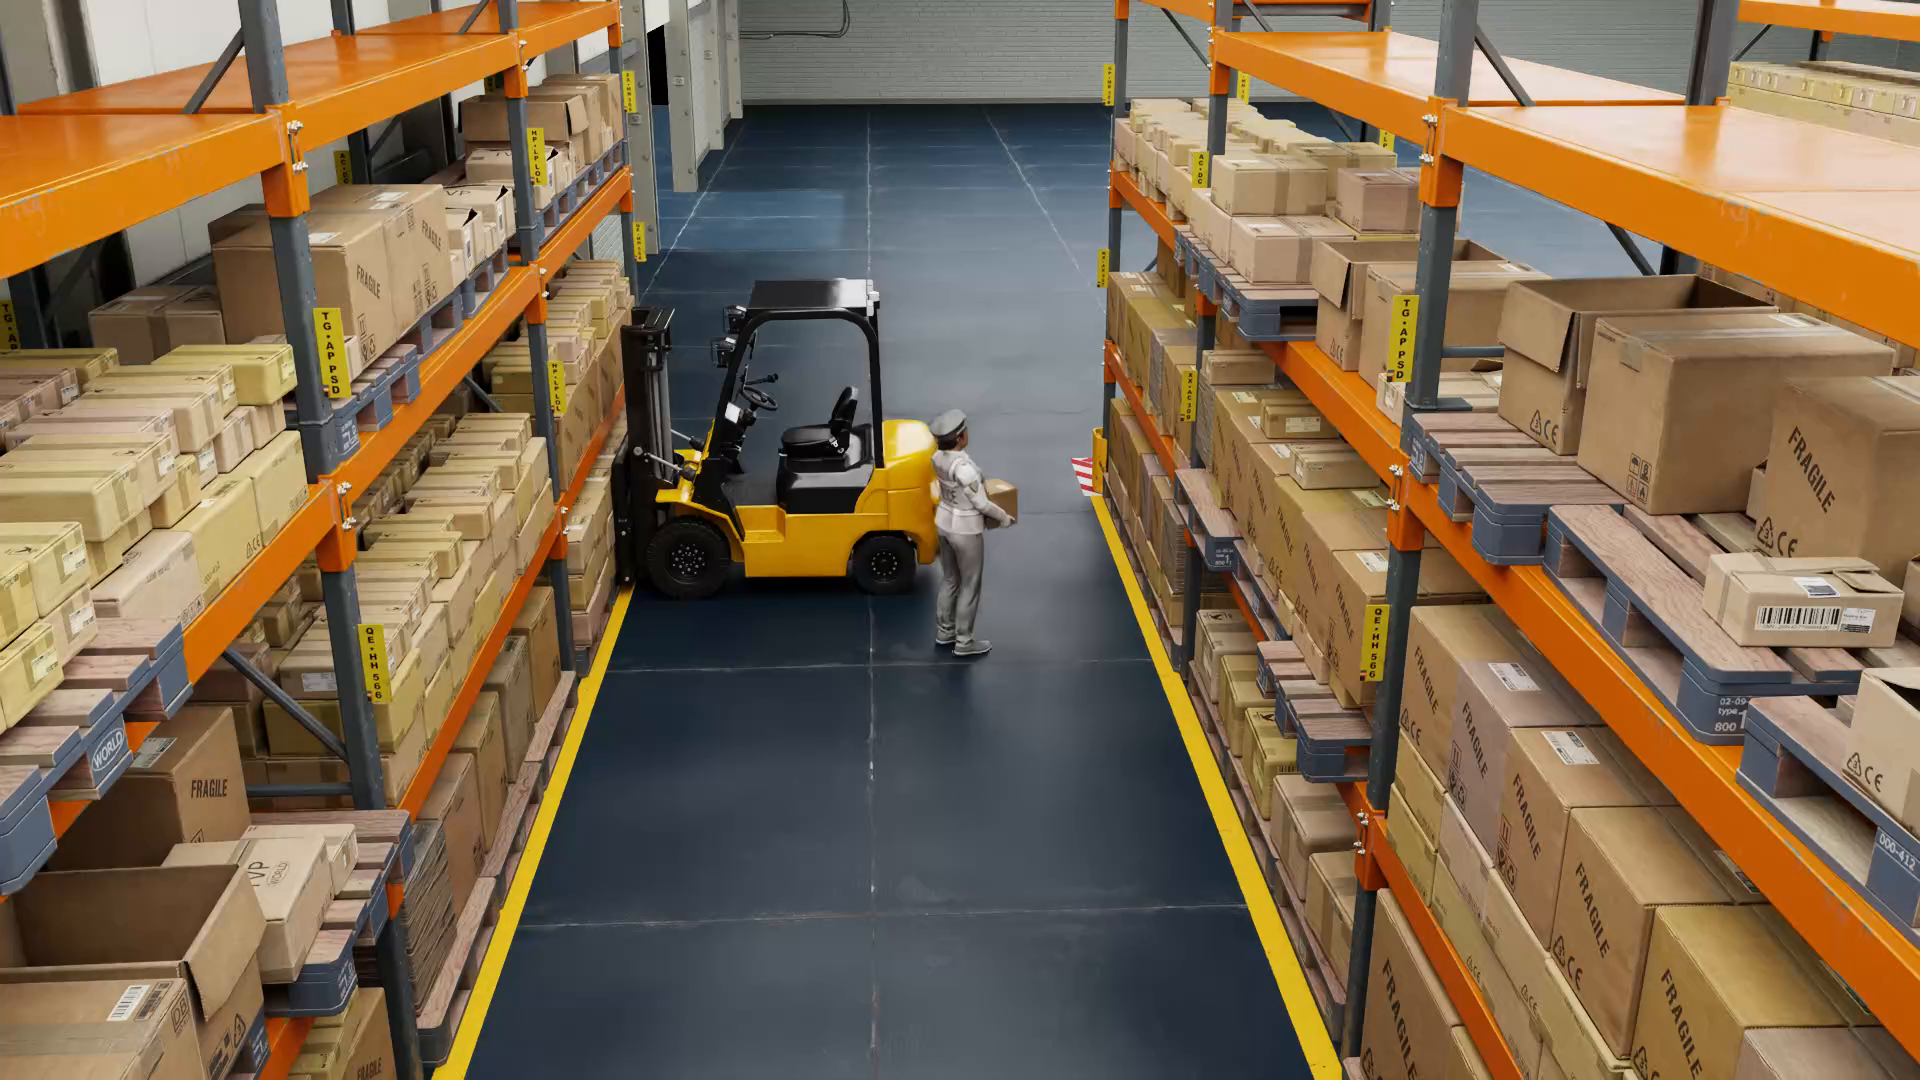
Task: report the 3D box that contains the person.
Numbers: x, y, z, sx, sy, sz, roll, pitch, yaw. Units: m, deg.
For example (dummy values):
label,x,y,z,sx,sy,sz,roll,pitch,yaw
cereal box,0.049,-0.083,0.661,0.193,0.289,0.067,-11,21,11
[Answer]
label,x,y,z,sx,sy,sz,roll,pitch,yaw
person,0.065,-0.070,11.217,0.554,1.693,0.466,-12,24,-29
